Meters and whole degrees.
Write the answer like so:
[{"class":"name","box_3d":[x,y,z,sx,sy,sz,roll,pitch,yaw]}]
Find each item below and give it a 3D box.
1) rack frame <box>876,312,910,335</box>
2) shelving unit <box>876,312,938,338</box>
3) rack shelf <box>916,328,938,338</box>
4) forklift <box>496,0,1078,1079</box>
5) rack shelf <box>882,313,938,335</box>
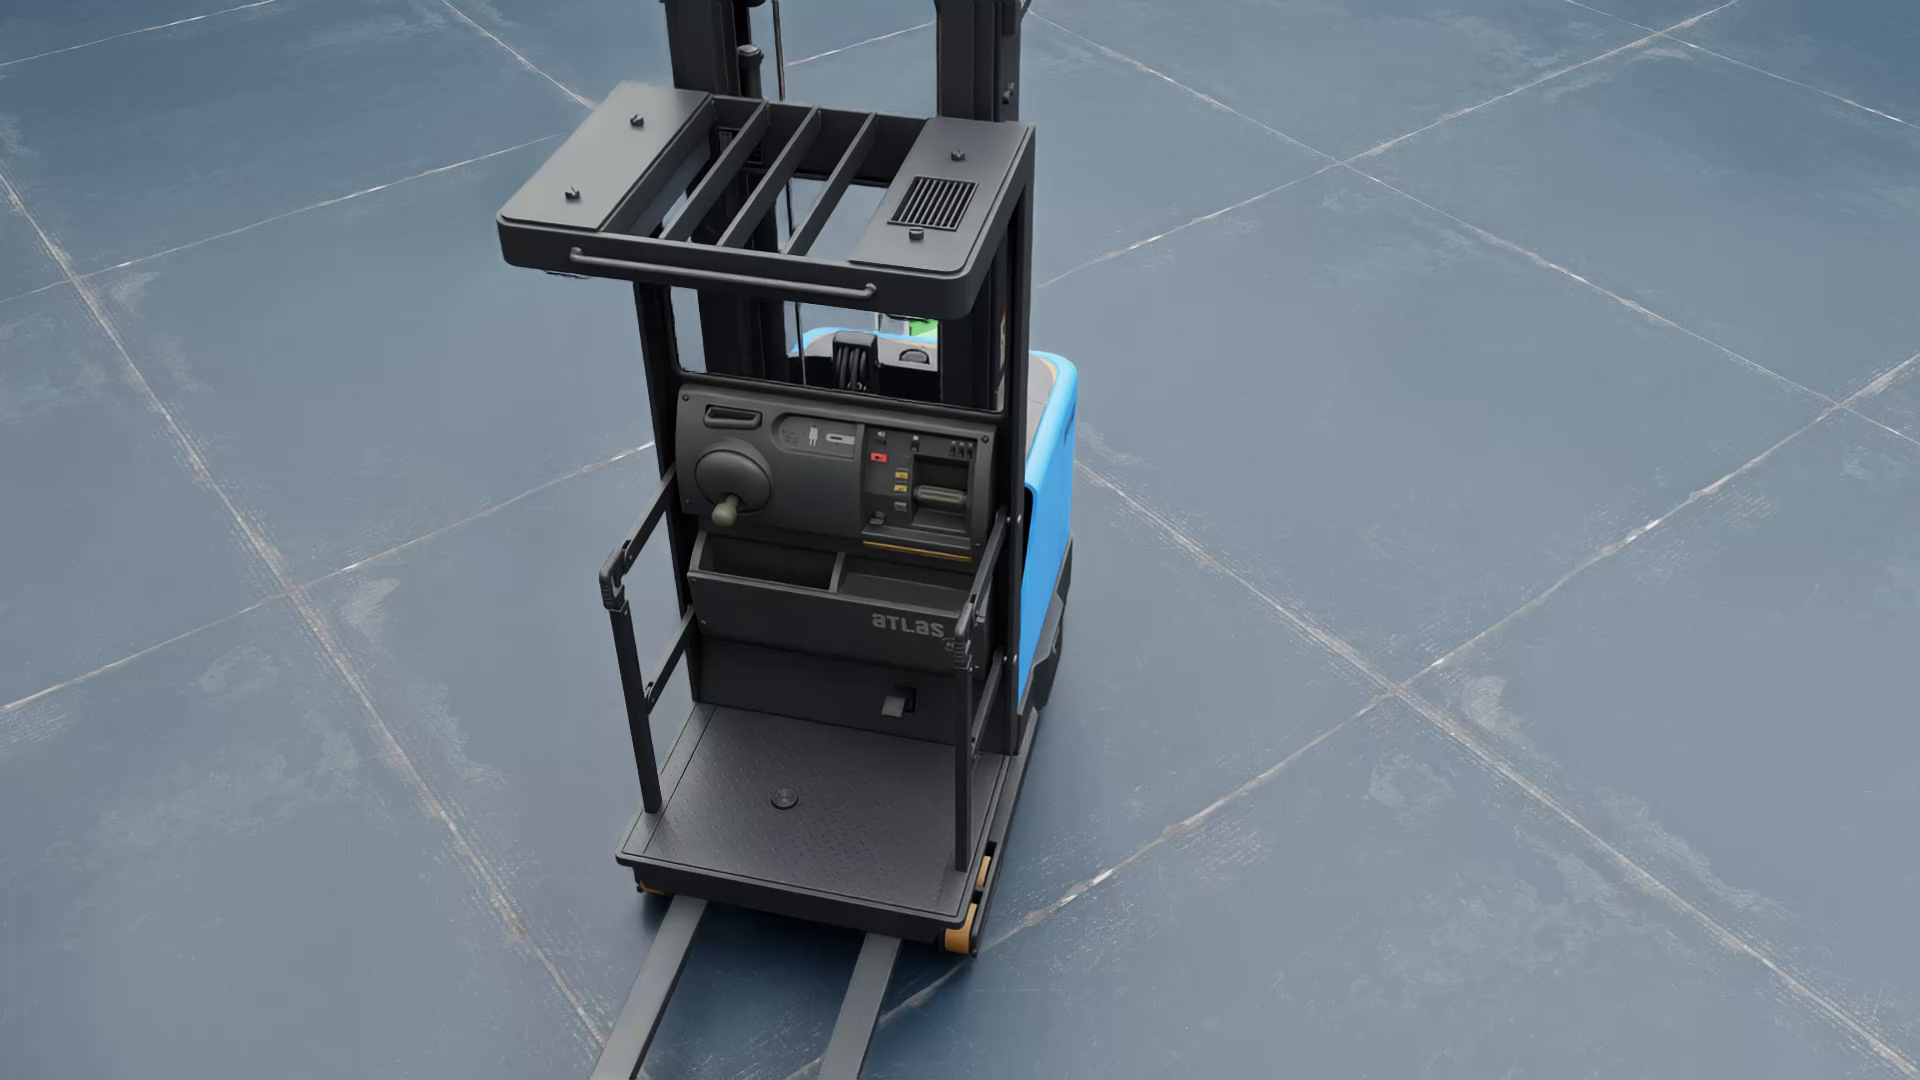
[{"class":"rack frame","box_3d":[-0.248,-0.483,6.393,0.015,1.200,0.240,-21,44,-24]},{"class":"shelving unit","box_3d":[-0.039,-0.563,6.491,0.503,1.200,0.258,-21,44,-24]},{"class":"rack shelf","box_3d":[-0.039,-0.699,6.379,0.480,0.148,0.258,-21,44,-24]},{"class":"forklift","box_3d":[-0.411,-0.116,4.581,1.130,2.935,3.031,9,40,10]},{"class":"rack shelf","box_3d":[-0.039,-0.885,6.227,0.480,0.148,0.258,-21,44,-24]}]
